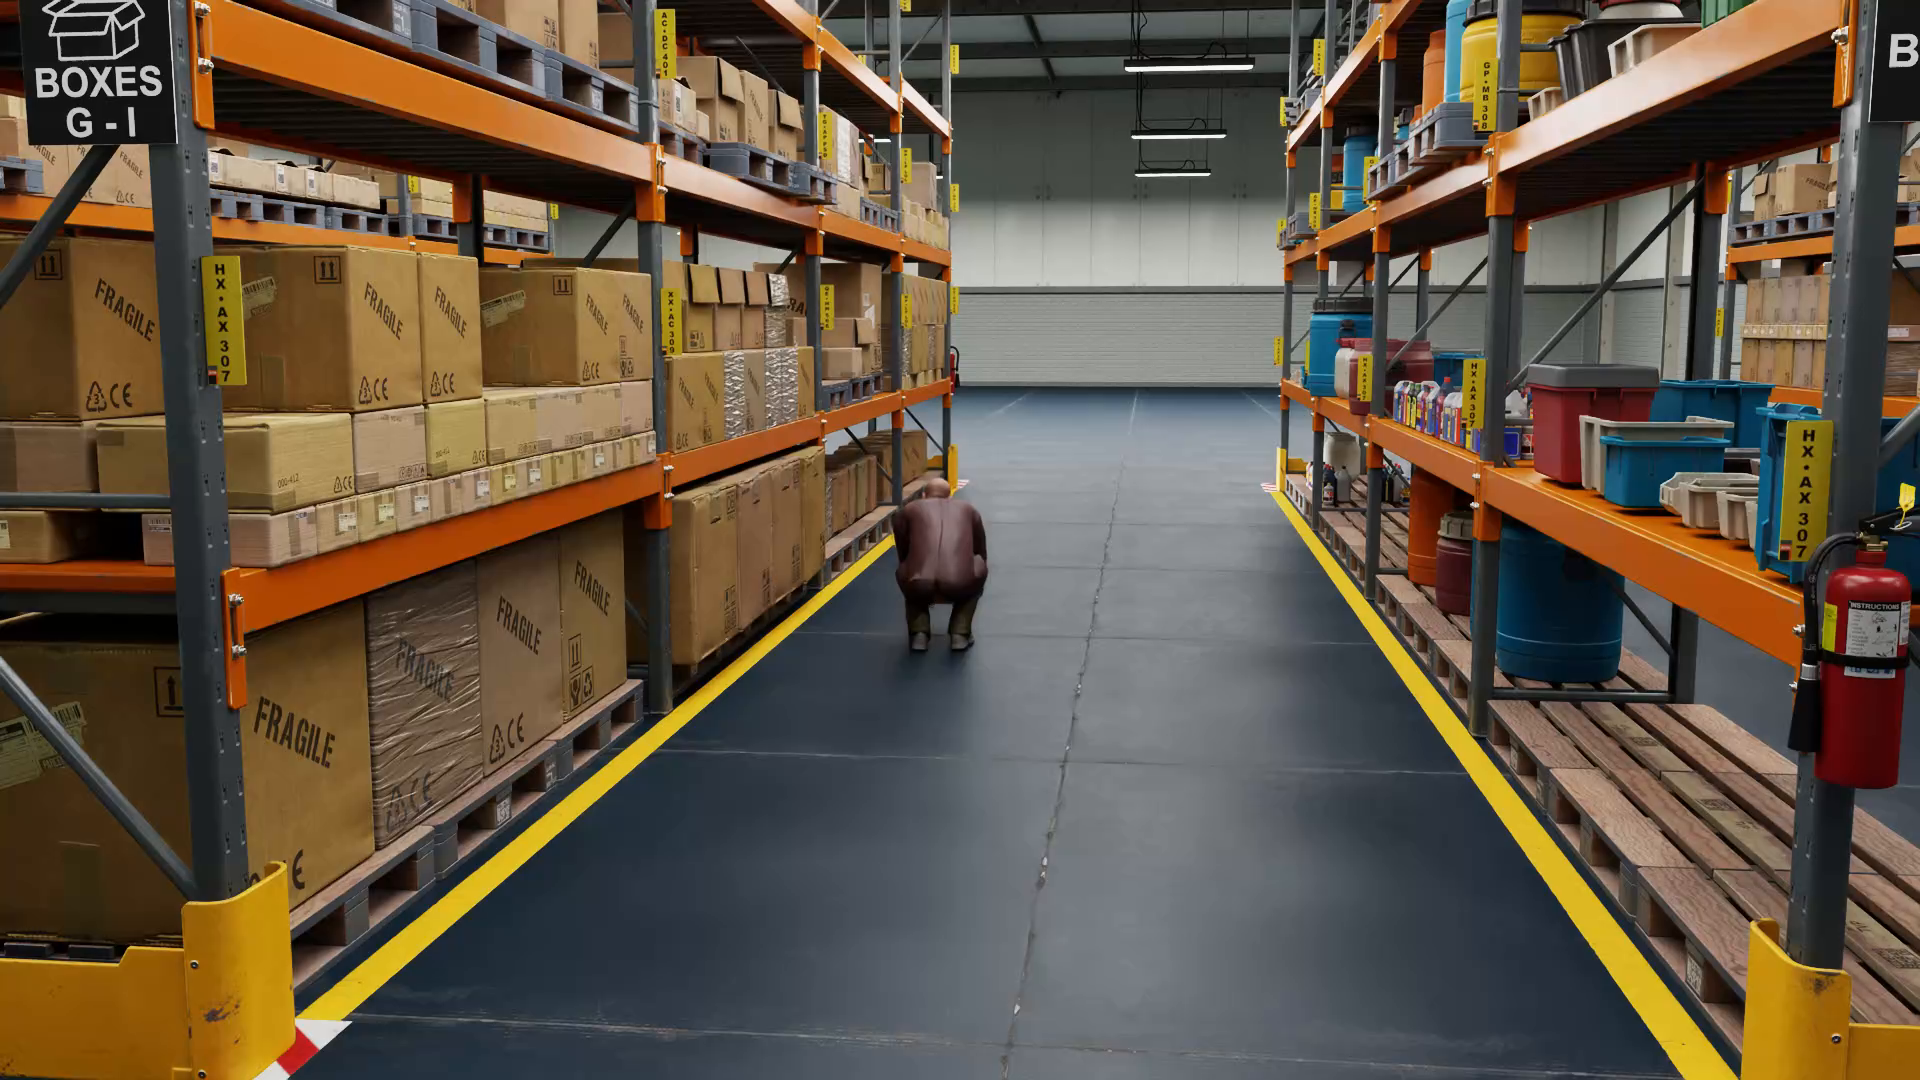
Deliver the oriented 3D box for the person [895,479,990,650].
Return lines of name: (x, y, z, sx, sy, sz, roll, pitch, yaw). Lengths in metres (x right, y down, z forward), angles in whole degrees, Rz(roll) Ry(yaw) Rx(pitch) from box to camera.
person: (-0.111, 0.149, 10.273, 0.602, 0.989, 0.905, 1, 7, 6)
